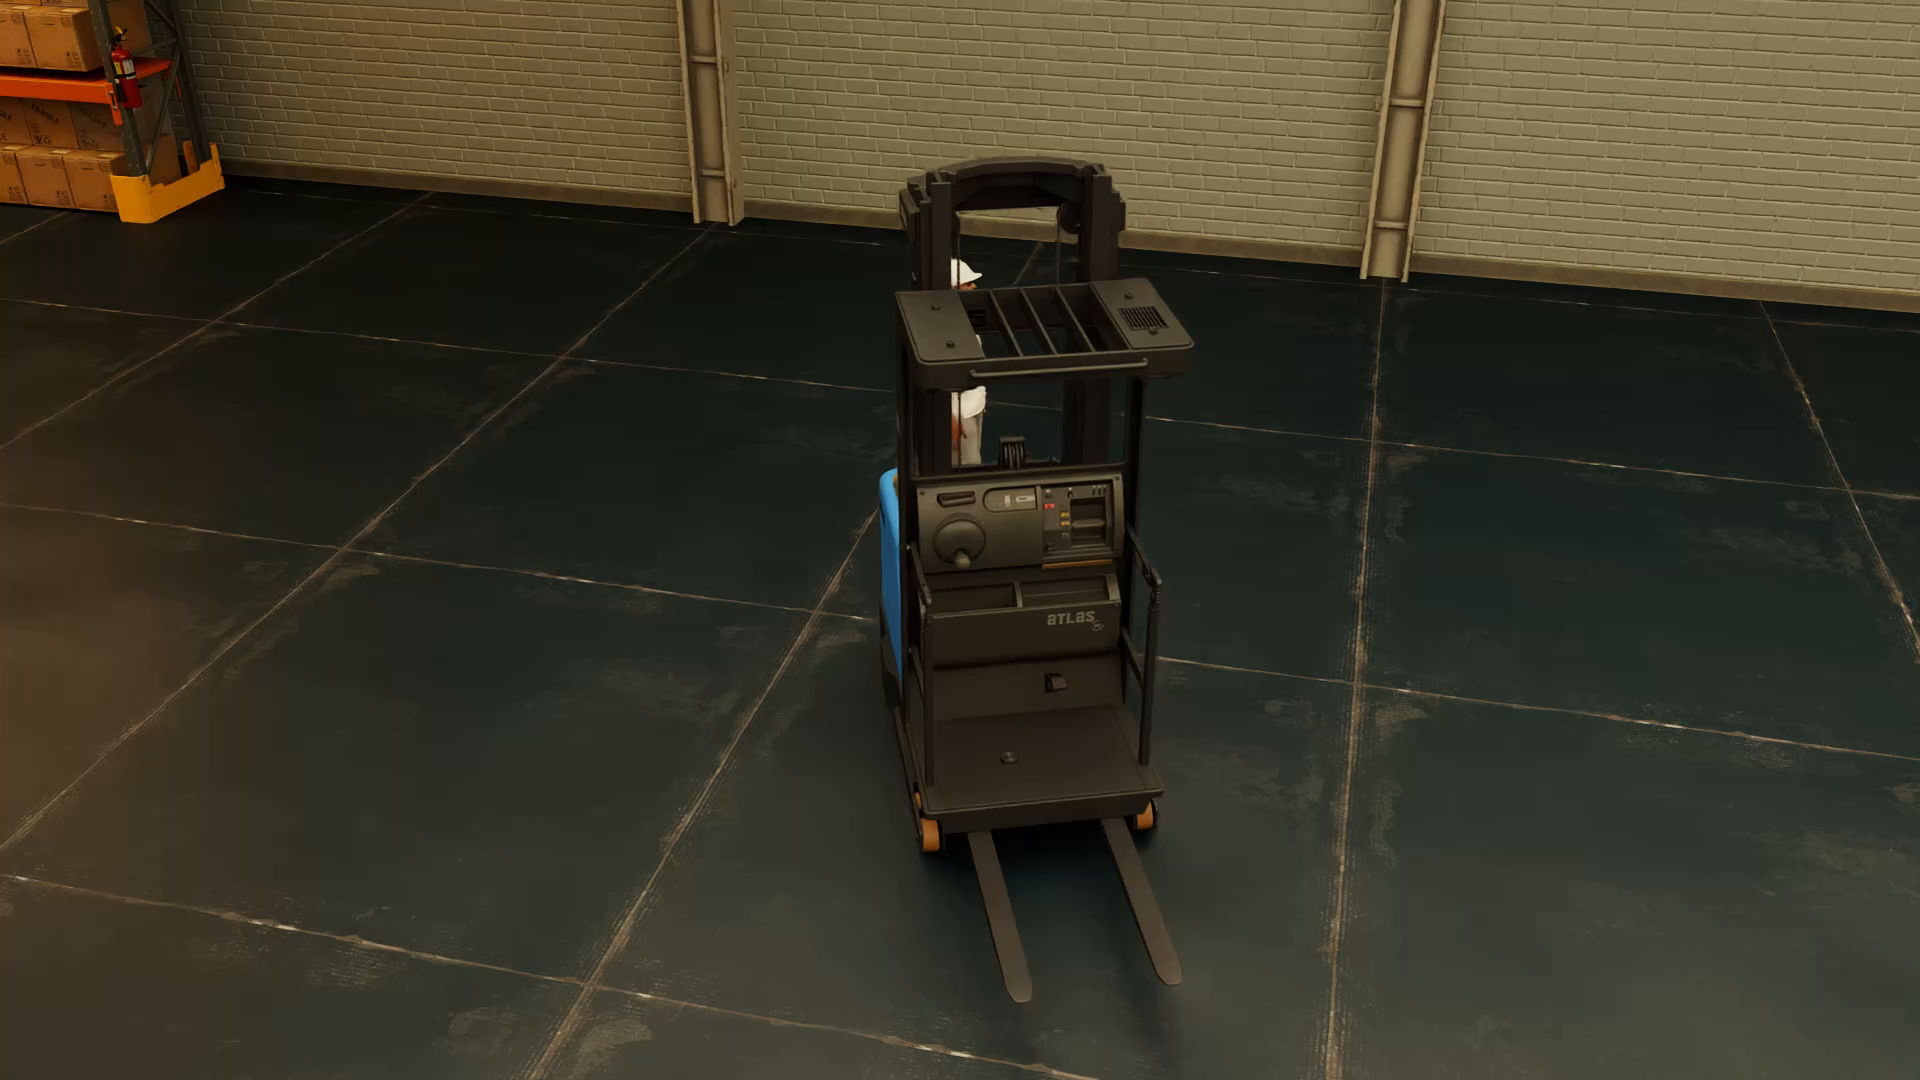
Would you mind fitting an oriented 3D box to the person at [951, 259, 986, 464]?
[{"bbox_3d":[0.066,-0.764,9.685,0.577,1.765,0.666,7,30,12],"label":"person"}]

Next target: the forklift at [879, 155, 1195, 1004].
[{"bbox_3d":[0.308,-0.035,7.231,1.130,2.935,3.031,-4,30,-8],"label":"forklift"}]
